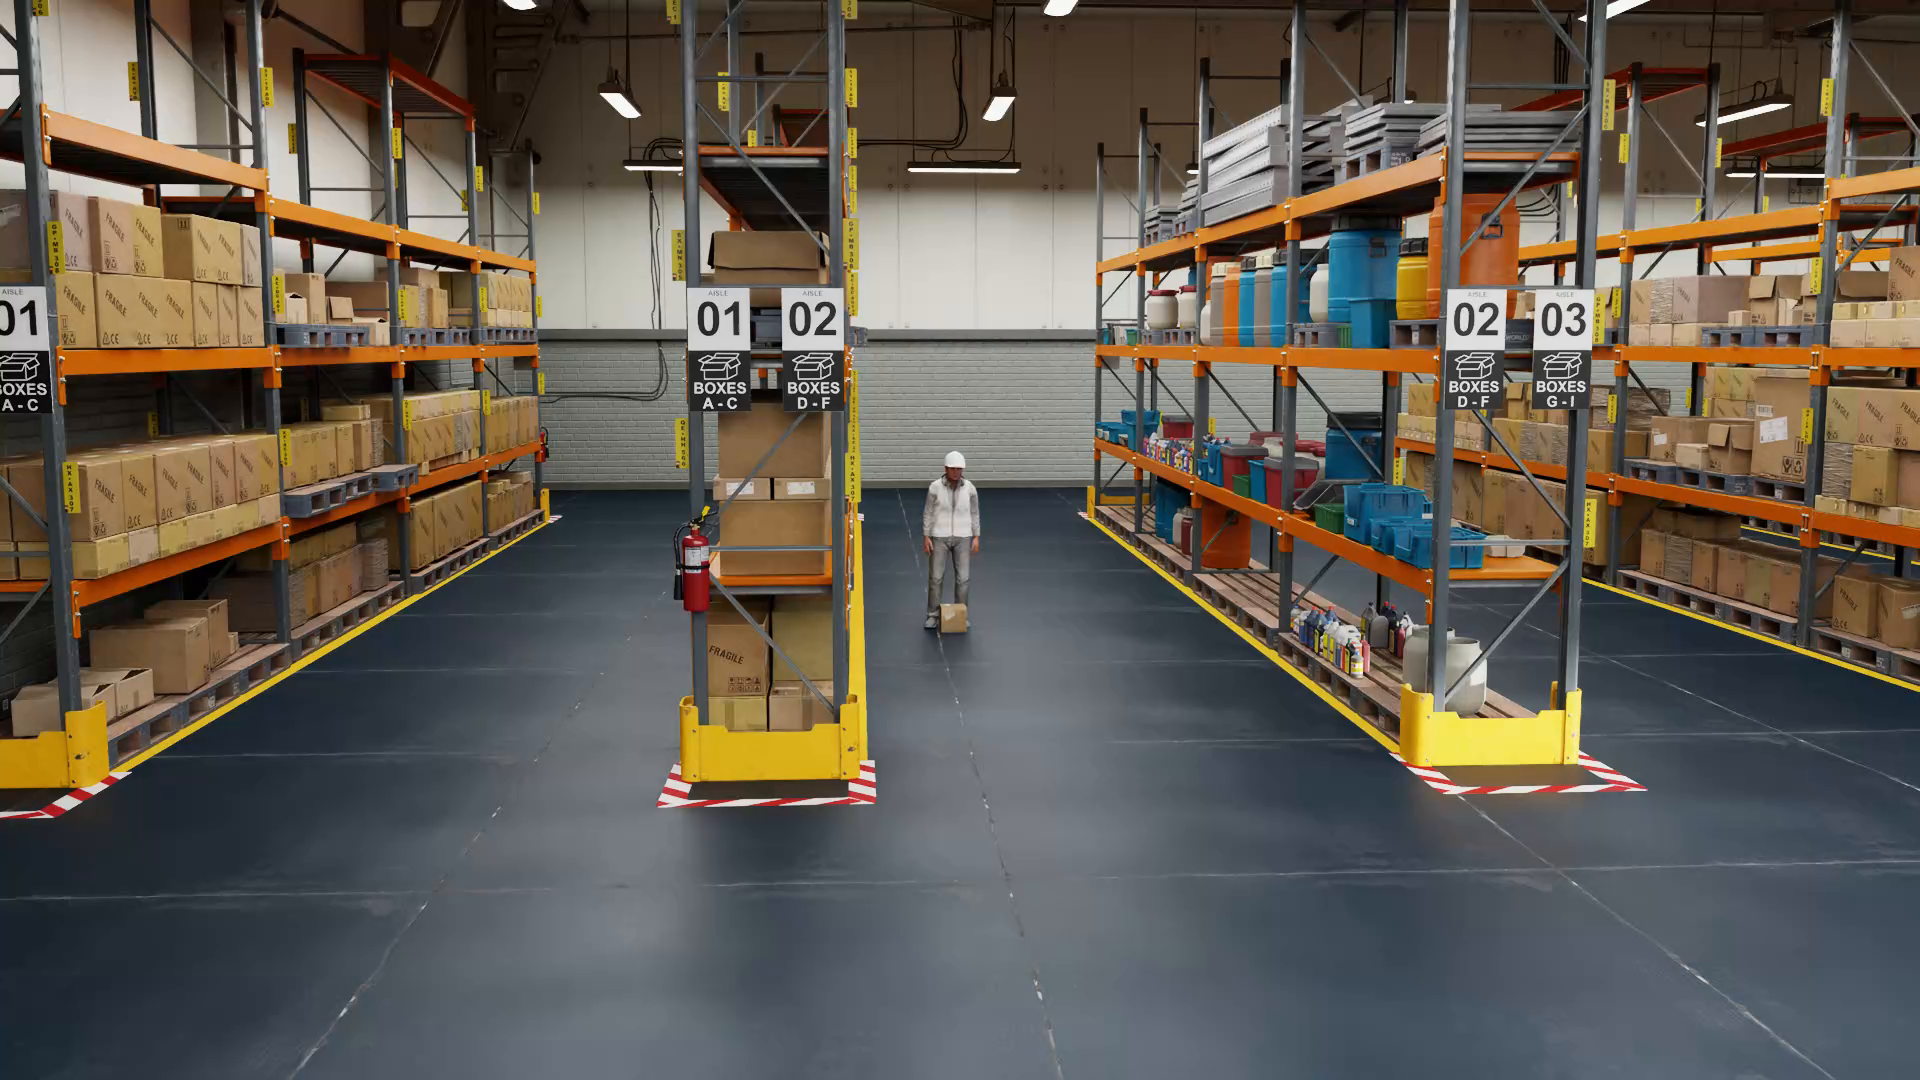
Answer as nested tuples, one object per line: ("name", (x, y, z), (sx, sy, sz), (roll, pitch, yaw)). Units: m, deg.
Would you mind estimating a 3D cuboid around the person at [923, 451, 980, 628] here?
("person", (-0.088, -0.009, 16.710), (0.592, 1.771, 0.465), (-1, 7, -7))
